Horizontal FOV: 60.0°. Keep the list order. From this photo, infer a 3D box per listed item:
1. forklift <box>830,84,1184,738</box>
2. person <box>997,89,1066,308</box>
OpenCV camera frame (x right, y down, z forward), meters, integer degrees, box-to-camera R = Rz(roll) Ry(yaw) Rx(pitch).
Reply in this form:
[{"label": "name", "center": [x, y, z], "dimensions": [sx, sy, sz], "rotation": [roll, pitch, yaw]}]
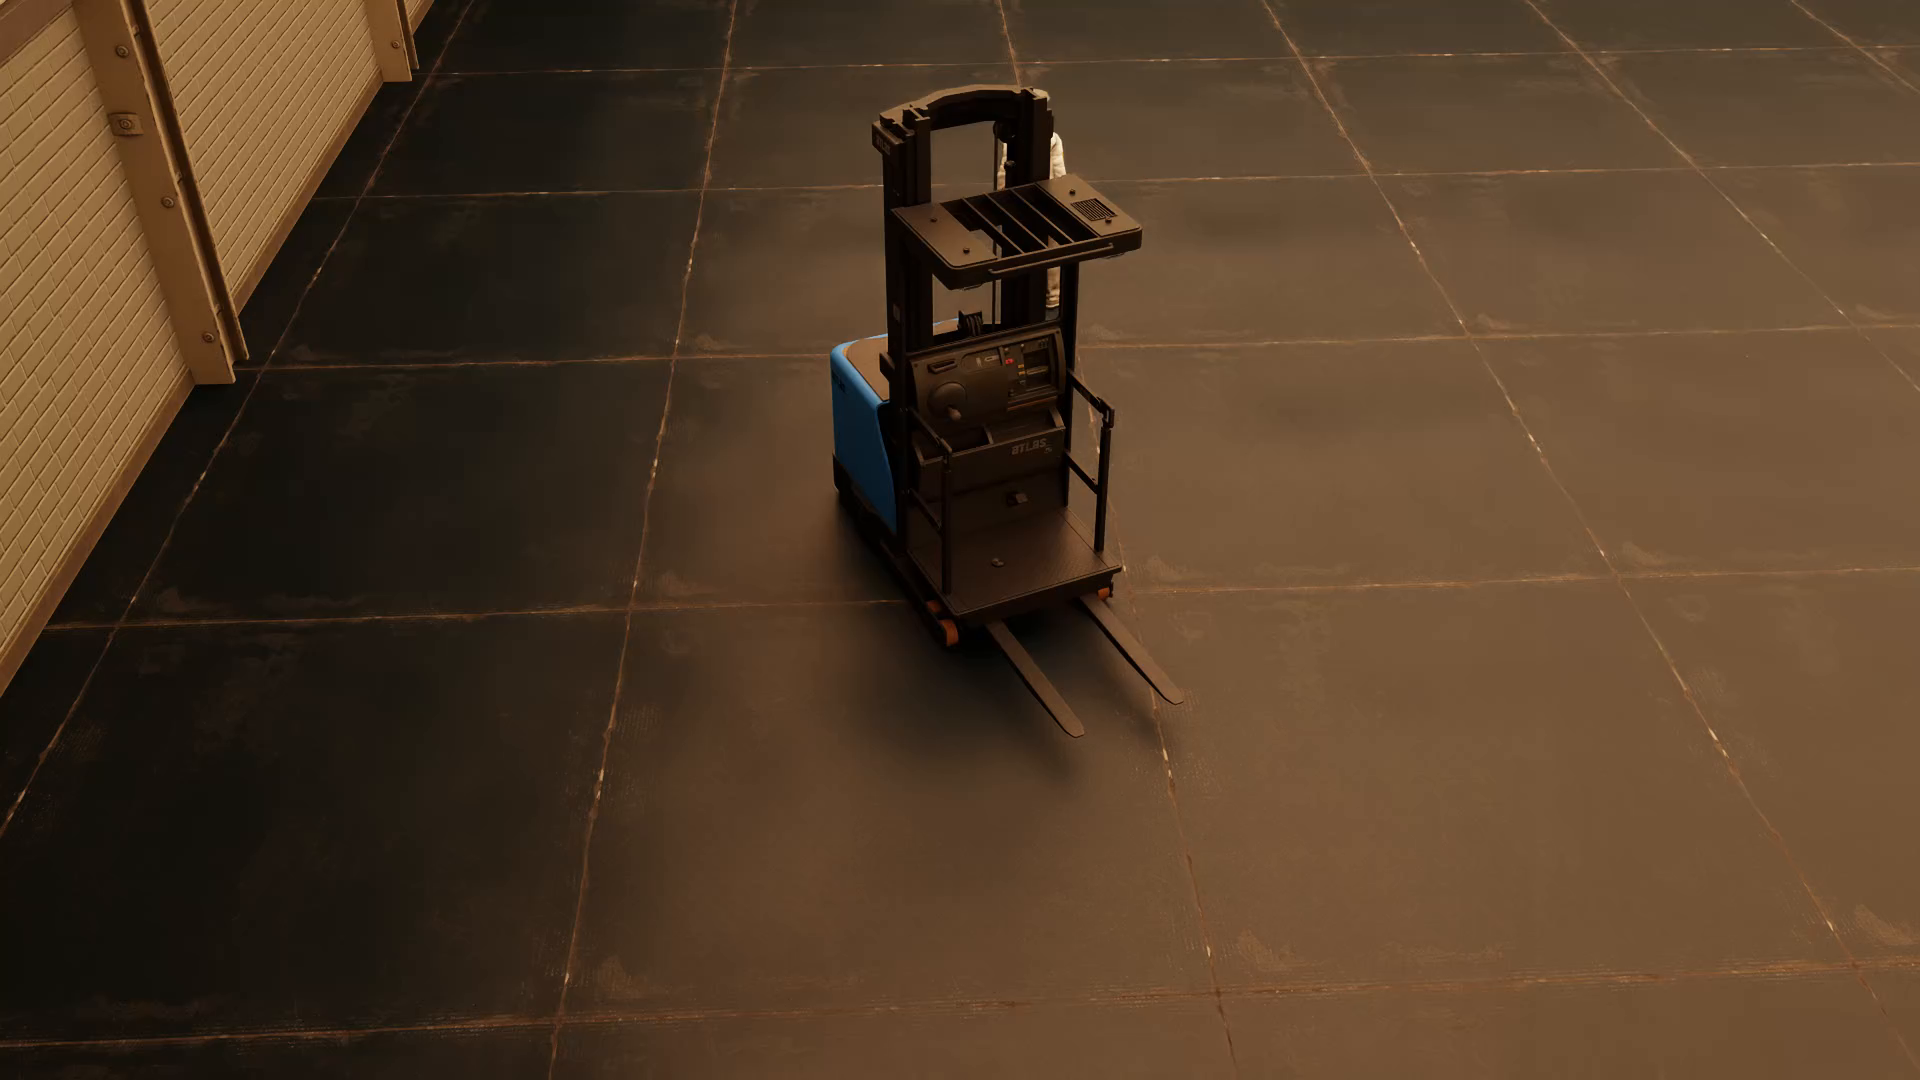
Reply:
[{"label": "forklift", "center": [0.258, -0.860, 9.192], "dimensions": [1.130, 2.935, 3.031], "rotation": [-15, 39, -20]}, {"label": "person", "center": [0.549, -2.551, 12.590], "dimensions": [0.543, 1.665, 0.373], "rotation": [6, 36, 8]}]
